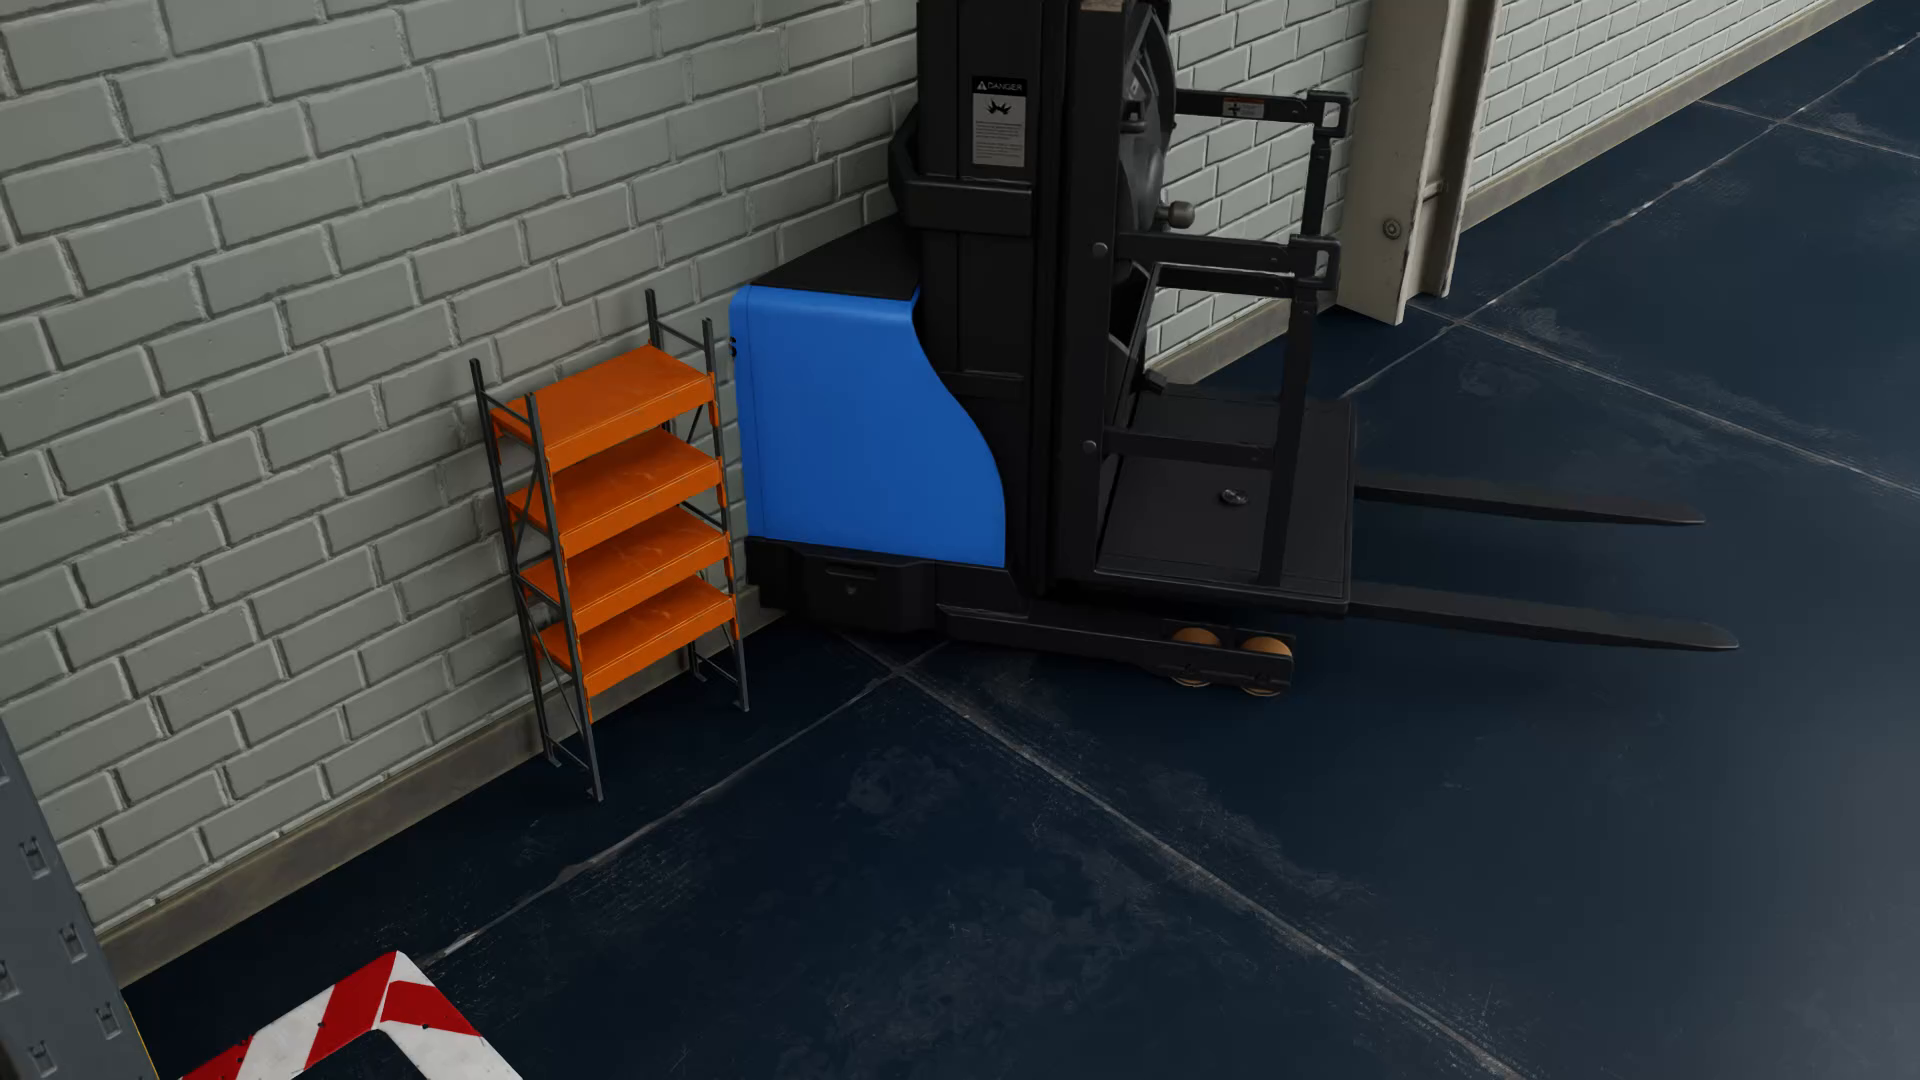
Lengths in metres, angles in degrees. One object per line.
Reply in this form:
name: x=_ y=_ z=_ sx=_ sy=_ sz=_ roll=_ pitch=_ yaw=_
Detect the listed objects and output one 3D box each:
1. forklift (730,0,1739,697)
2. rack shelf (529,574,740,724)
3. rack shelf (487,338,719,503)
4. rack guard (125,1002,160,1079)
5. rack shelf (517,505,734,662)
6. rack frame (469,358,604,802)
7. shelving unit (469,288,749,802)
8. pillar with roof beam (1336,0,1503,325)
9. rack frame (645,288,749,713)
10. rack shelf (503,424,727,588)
forklift: x=0.674 y=-1.100 z=4.265 sx=3.031 sy=2.935 sz=1.130 roll=7 pitch=36 yaw=10
rack shelf: x=-0.841 y=0.251 z=4.307 sx=0.258 sy=0.148 sz=0.480 roll=29 pitch=44 yaw=35
rack shelf: x=-0.841 y=-0.290 z=3.930 sx=0.258 sy=0.148 sz=0.480 roll=29 pitch=44 yaw=35
rack guard: x=-1.366 y=1.331 z=2.905 sx=1.175 sy=0.500 sz=0.348 roll=30 pitch=45 yaw=35
rack shelf: x=-0.841 y=0.088 z=4.193 sx=0.258 sy=0.148 sz=0.480 roll=29 pitch=44 yaw=35
rack frame: x=-1.011 y=0.133 z=4.011 sx=0.240 sy=1.200 sz=0.015 roll=29 pitch=44 yaw=35
shelving unit: x=-0.841 y=0.032 z=4.155 sx=0.258 sy=1.200 sz=0.503 roll=29 pitch=44 yaw=35
pillar with roof beam: x=4.770 y=-2.927 z=1.580 sx=9.100 sy=9.000 sz=0.400 roll=30 pitch=45 yaw=35
rack frame: x=-0.671 y=-0.068 z=4.298 sx=0.240 sy=1.200 sz=0.015 roll=29 pitch=44 yaw=35
rack shelf: x=-0.841 y=-0.096 z=4.065 sx=0.258 sy=0.148 sz=0.480 roll=29 pitch=44 yaw=35
